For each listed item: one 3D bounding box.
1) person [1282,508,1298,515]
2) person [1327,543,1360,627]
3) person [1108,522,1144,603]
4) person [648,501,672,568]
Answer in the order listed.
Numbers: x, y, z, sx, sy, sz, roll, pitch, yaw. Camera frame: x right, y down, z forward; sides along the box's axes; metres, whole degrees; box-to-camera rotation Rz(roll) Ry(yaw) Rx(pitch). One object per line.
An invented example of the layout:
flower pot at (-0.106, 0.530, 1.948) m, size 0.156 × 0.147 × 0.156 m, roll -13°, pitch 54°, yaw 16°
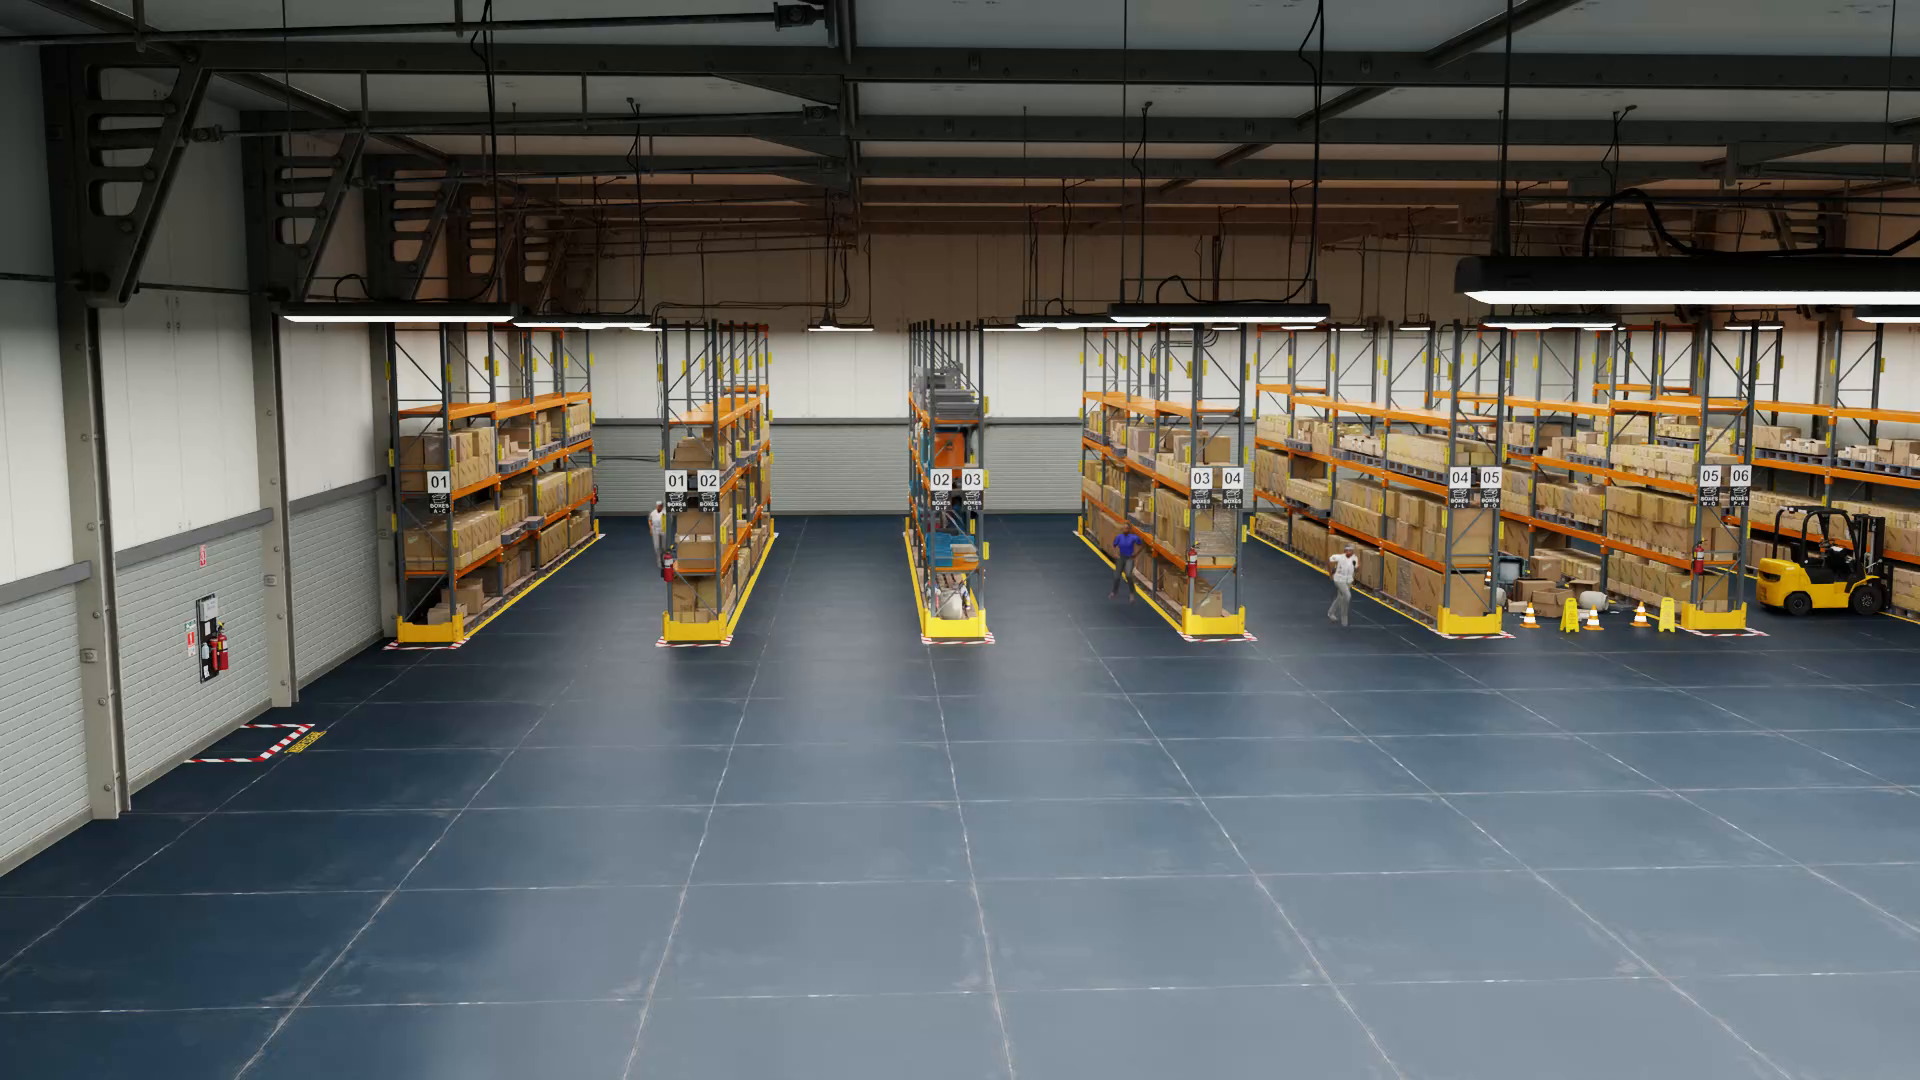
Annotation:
person at (9.772, -1.113, 48.917) m, size 0.662 × 1.592 × 0.506 m, roll -2°, pitch 7°, yaw -13°
person at (7.557, 0.857, 32.878) m, size 0.569 × 1.662 × 0.905 m, roll -3°, pitch 8°, yaw -24°
person at (3.396, 0.455, 34.173) m, size 0.750 × 1.630 × 0.650 m, roll 2°, pitch 7°, yaw 17°
person at (-7.447, -0.168, 41.304) m, size 0.592 × 1.640 × 0.762 m, roll -1°, pitch 7°, yaw -6°
